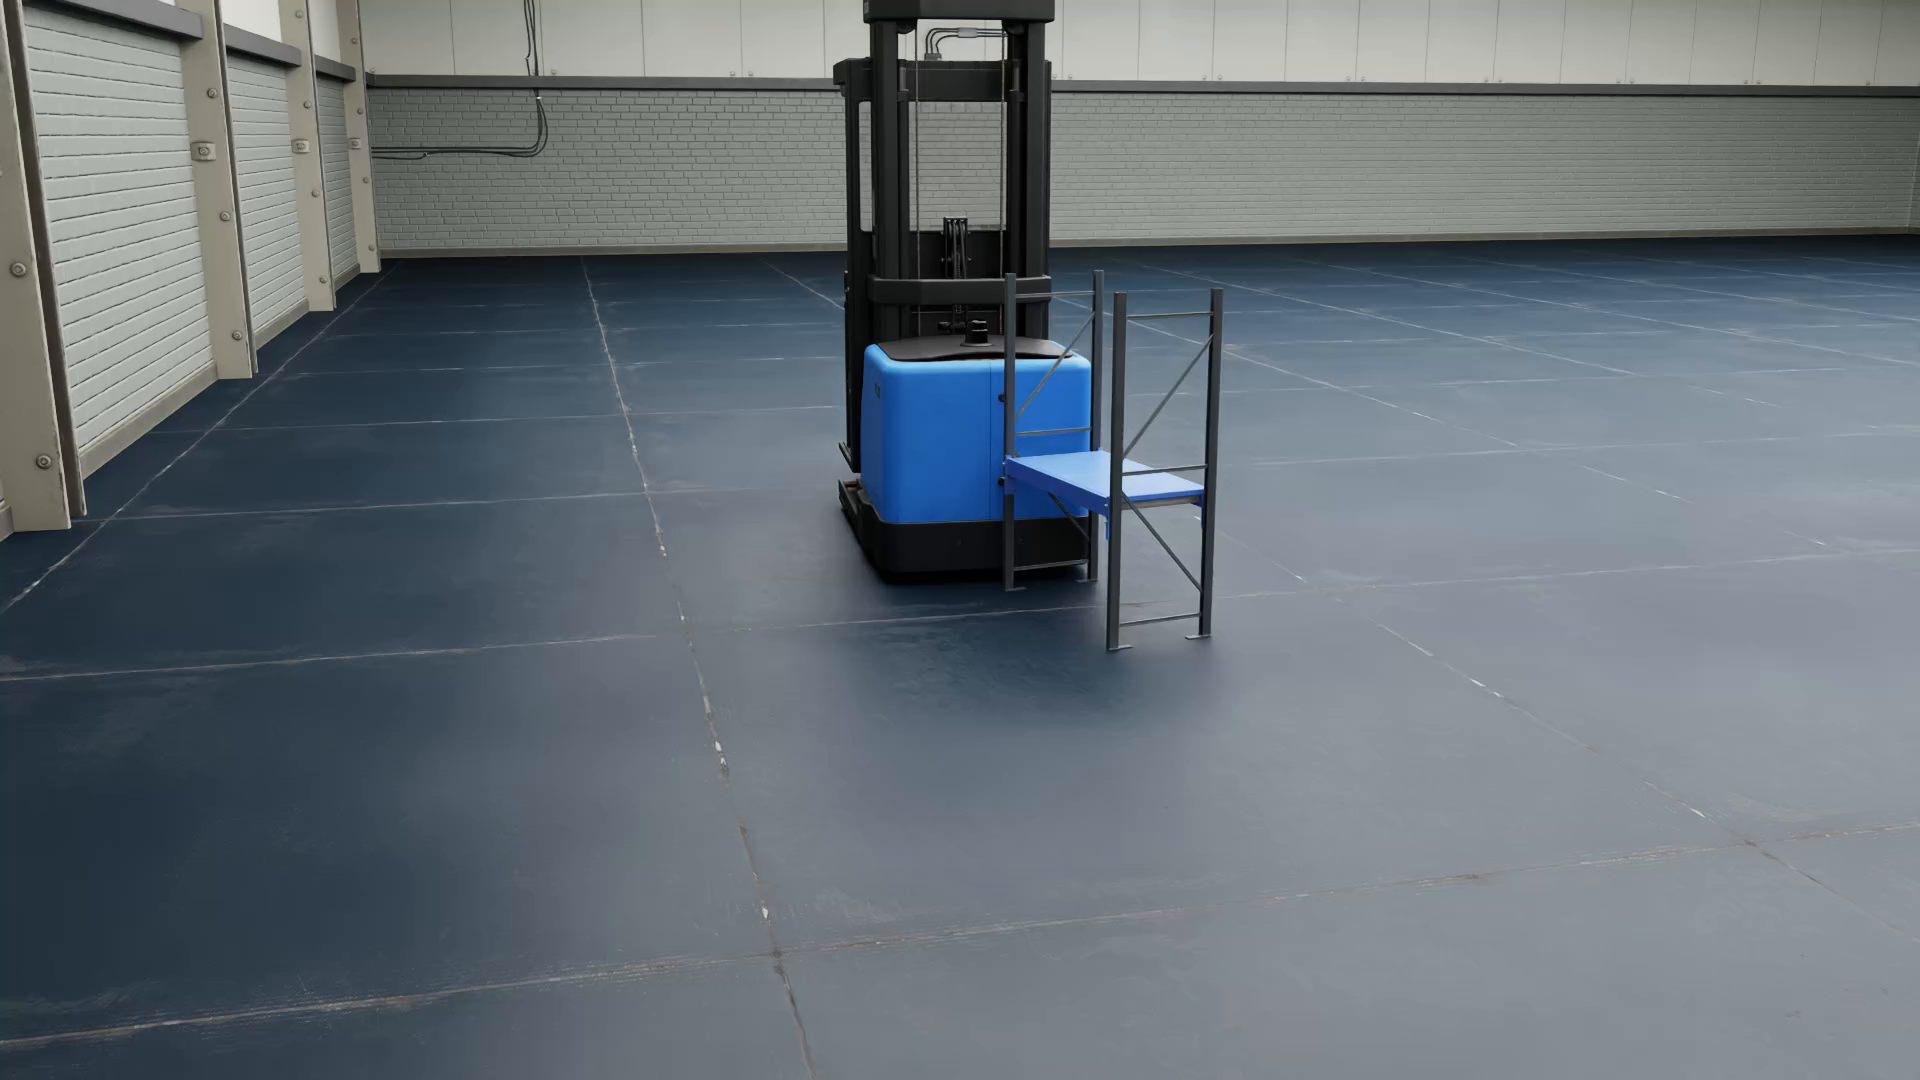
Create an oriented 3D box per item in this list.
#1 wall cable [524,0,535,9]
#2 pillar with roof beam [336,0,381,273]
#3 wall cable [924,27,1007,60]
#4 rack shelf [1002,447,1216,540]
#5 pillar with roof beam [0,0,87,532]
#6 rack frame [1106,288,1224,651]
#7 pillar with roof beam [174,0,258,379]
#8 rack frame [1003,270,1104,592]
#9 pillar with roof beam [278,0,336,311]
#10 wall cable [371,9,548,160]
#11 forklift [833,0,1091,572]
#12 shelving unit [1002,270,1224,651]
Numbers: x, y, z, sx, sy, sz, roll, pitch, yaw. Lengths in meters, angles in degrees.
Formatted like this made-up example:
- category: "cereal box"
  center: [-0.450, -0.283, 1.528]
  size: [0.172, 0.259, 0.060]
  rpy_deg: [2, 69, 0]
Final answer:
- category: "wall cable"
  center: [-6.121, -10.471, 28.727]
  size: [3.097, 2.526, 0.112]
  rpy_deg: [-3, 14, -13]
- category: "pillar with roof beam"
  center: [-5.160, -8.862, 26.240]
  size: [9.100, 9.000, 0.400]
  rpy_deg: [-3, 14, -13]
- category: "wall cable"
  center: [0.481, -11.553, 30.088]
  size: [2.305, 6.003, 0.169]
  rpy_deg: [-3, 14, -13]
- category: "rack shelf"
  center: [0.645, -0.222, 7.435]
  size: [0.538, 0.185, 1.000]
  rpy_deg: [-6, 15, -23]
- category: "pillar with roof beam"
  center: [-0.932, -4.710, 9.243]
  size: [9.100, 9.000, 0.400]
  rpy_deg: [-3, 14, -13]
- category: "rack frame"
  center: [0.852, -0.287, 6.942]
  size: [0.500, 1.500, 0.032]
  rpy_deg: [-6, 15, -23]
- category: "pillar with roof beam"
  center: [-2.341, -6.094, 14.908]
  size: [9.100, 9.000, 0.400]
  rpy_deg: [-3, 14, -13]
- category: "rack frame"
  center: [0.438, -0.507, 7.844]
  size: [0.500, 1.500, 0.032]
  rpy_deg: [-6, 15, -23]
- category: "pillar with roof beam"
  center: [-3.750, -7.478, 20.574]
  size: [9.100, 9.000, 0.400]
  rpy_deg: [-3, 14, -13]
- category: "wall cable"
  center: [-8.751, -7.867, 28.709]
  size: [3.097, 2.526, 0.112]
  rpy_deg: [-3, 14, -13]
- category: "forklift"
  center: [-0.102, -1.570, 9.176]
  size: [1.130, 2.935, 3.031]
  rpy_deg: [-2, 14, -9]
- category: "shelving unit"
  center: [0.645, -0.397, 7.393]
  size: [0.538, 1.500, 1.048]
  rpy_deg: [-6, 15, -23]
